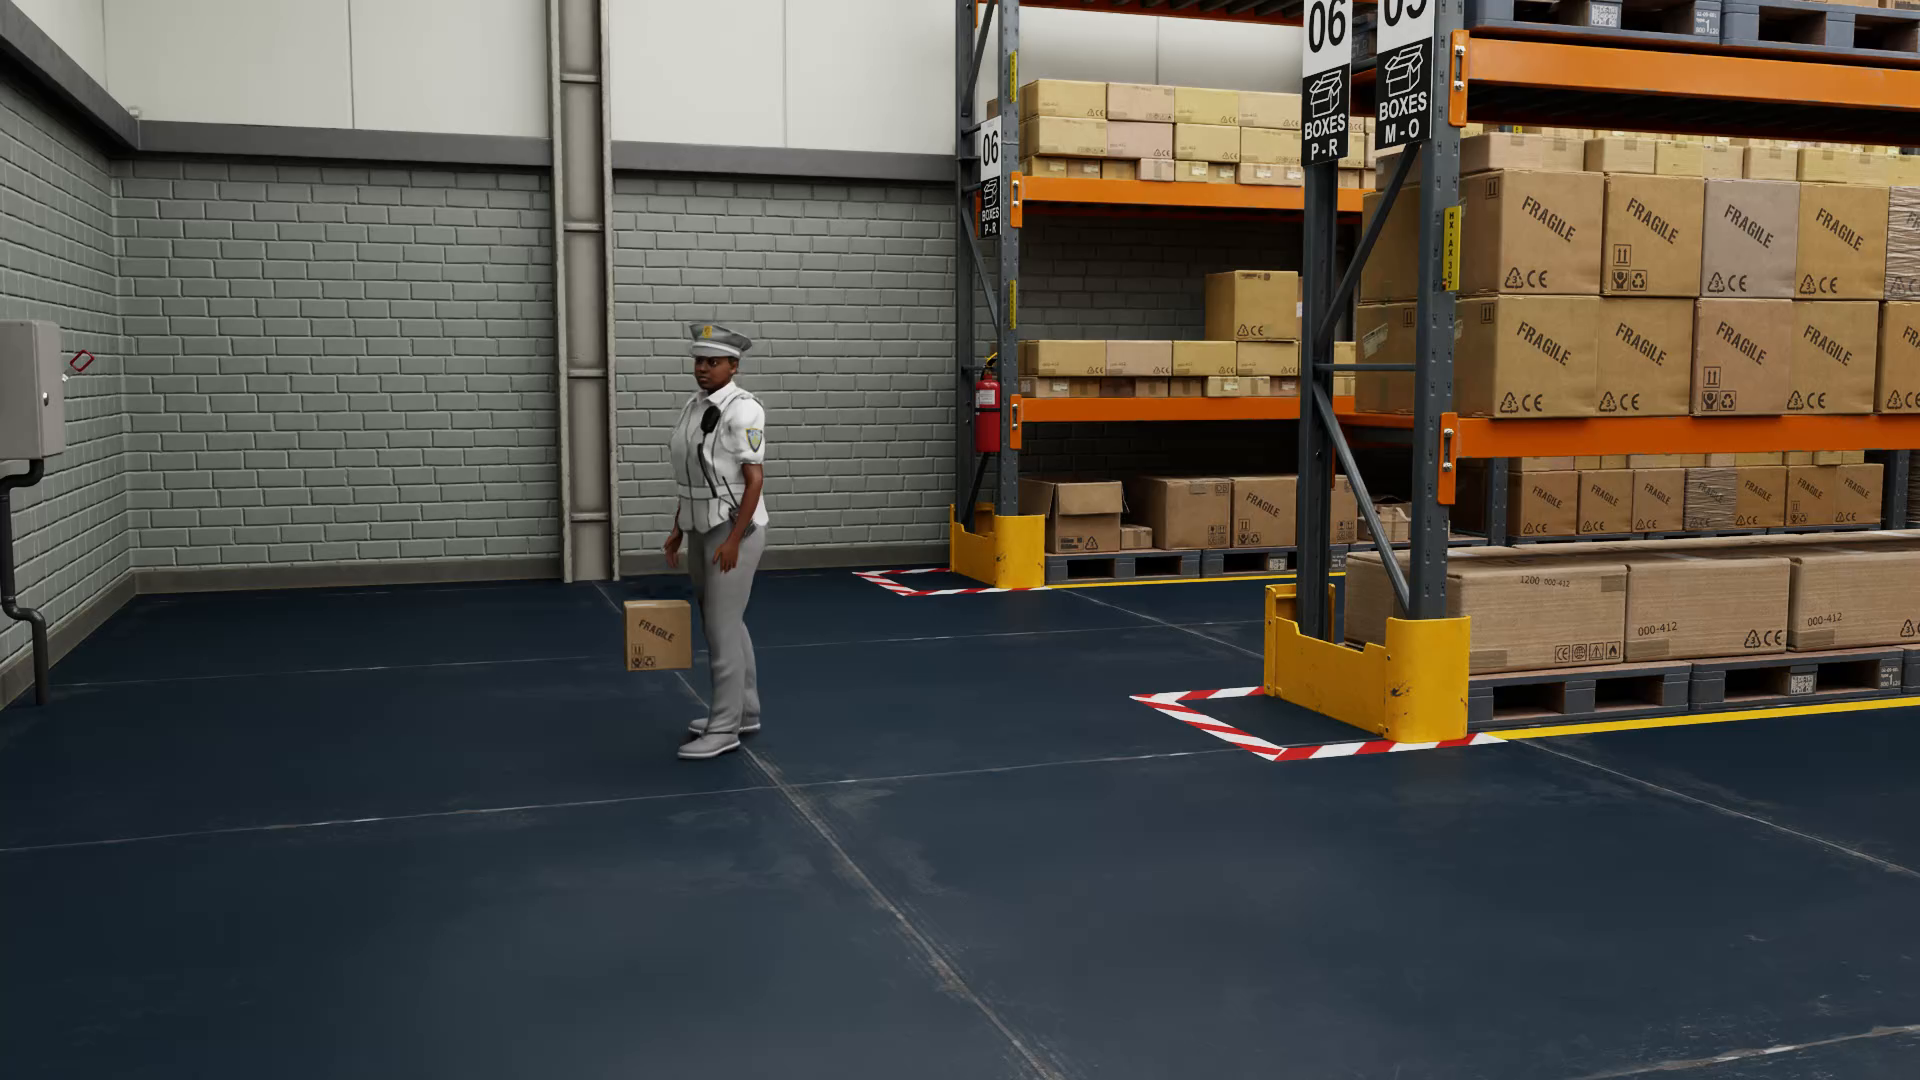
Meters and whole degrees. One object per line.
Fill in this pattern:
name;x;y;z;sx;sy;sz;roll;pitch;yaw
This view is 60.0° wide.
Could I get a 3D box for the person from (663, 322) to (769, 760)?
person;-0.965;-0.010;6.567;0.504;1.675;0.481;-5;8;-39
